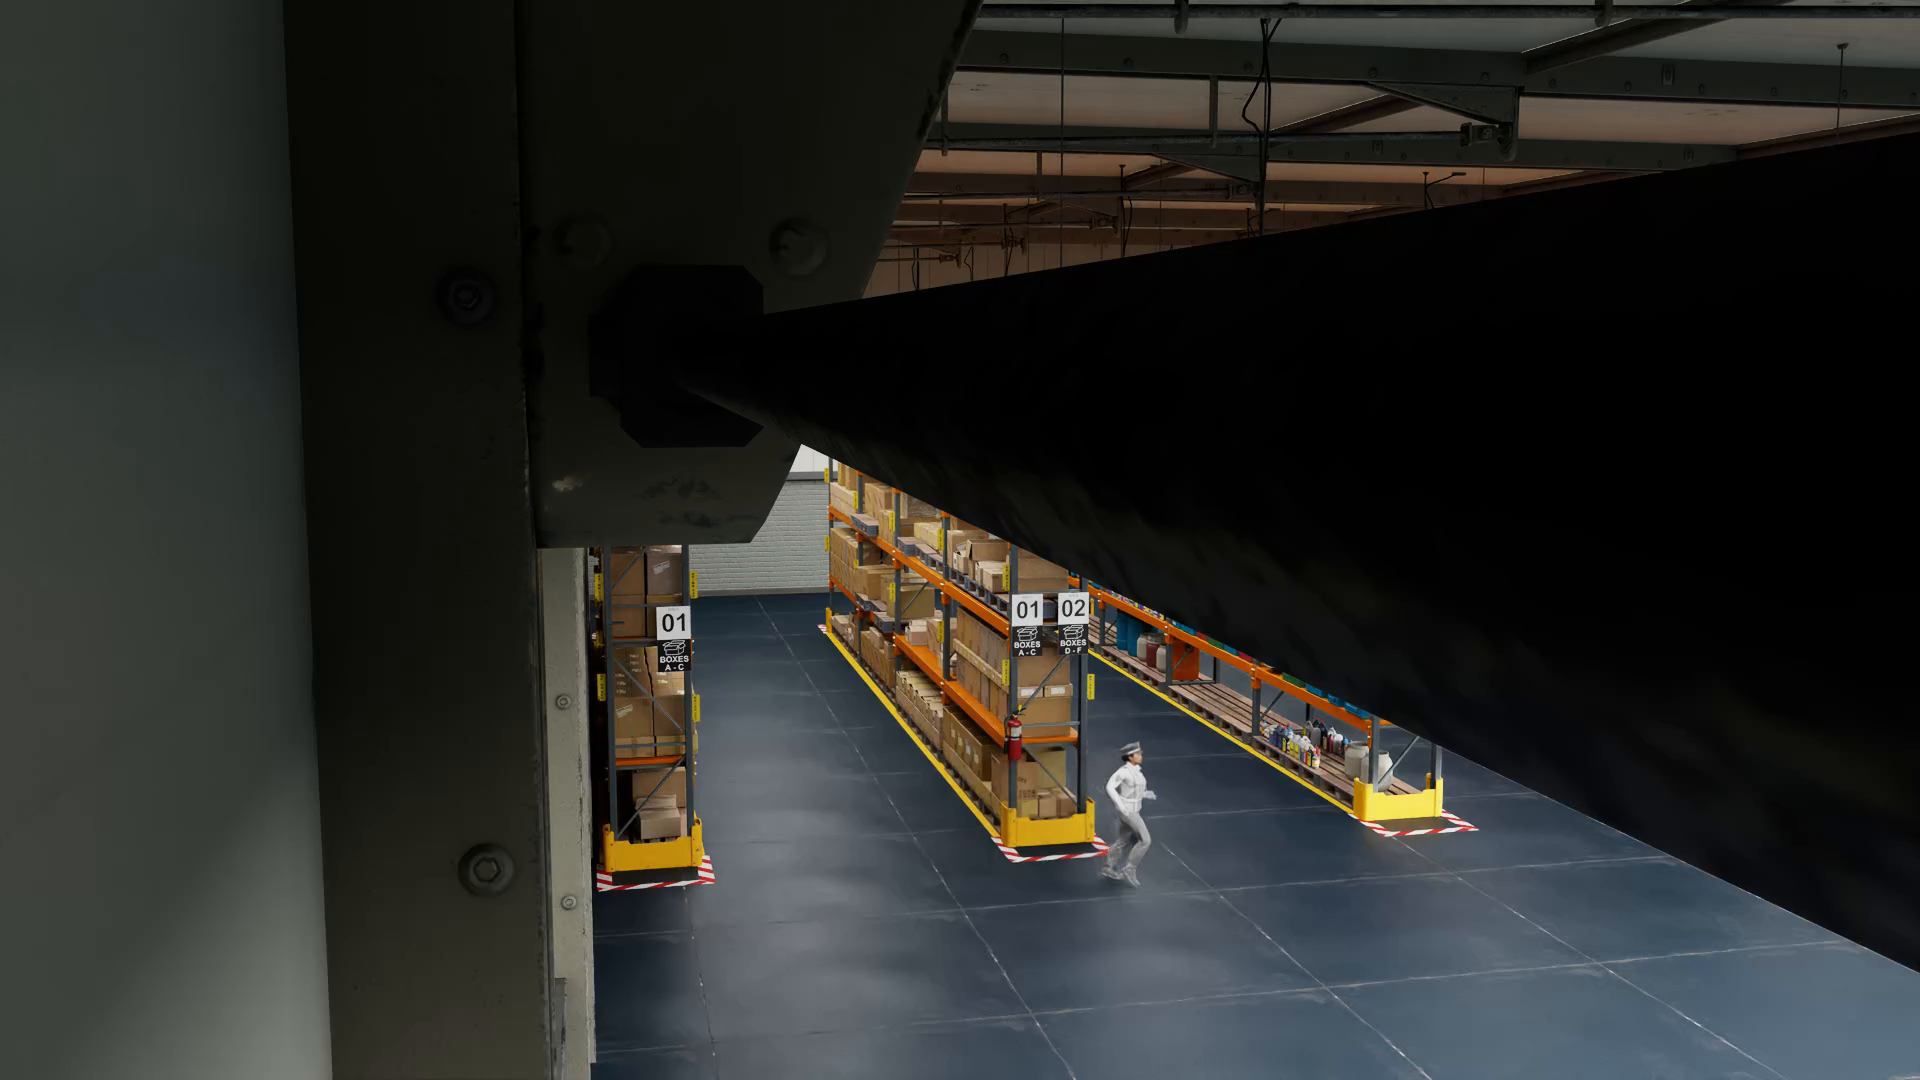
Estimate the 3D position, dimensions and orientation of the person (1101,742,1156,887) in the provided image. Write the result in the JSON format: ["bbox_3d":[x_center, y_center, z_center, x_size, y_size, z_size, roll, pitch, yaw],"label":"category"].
[{"bbox_3d":[1.971,3.201,19.451,0.655,1.720,0.600,2,7,18],"label":"person"}]
